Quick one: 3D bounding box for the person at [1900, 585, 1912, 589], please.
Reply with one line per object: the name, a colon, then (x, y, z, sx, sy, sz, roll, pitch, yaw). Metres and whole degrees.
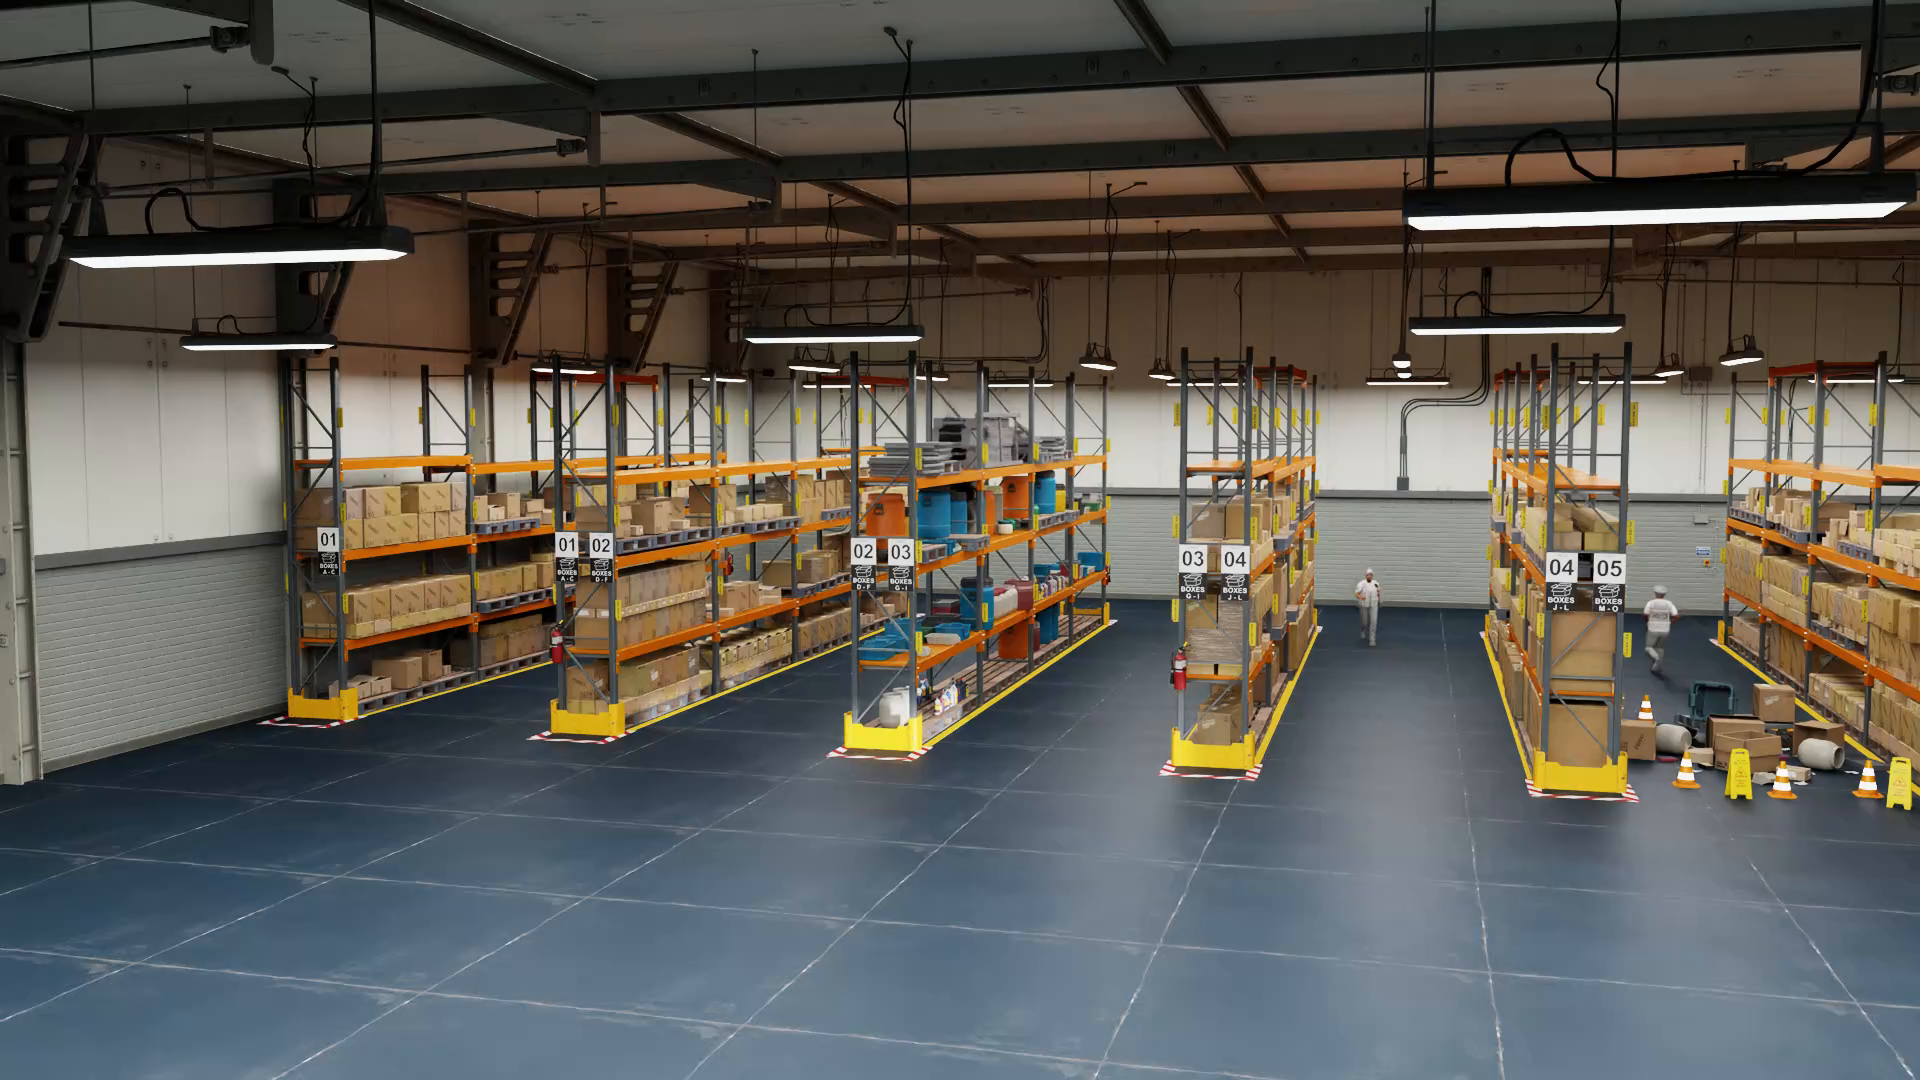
person: (18.475, 1.735, 32.510, 0.682, 1.785, 0.941, 0, 4, 2)

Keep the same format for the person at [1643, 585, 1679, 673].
person: (13.644, 1.751, 32.450, 0.667, 1.735, 0.695, 0, 4, 6)

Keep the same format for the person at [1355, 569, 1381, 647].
person: (9.024, 1.475, 36.724, 0.608, 1.662, 0.903, 0, 4, 3)
